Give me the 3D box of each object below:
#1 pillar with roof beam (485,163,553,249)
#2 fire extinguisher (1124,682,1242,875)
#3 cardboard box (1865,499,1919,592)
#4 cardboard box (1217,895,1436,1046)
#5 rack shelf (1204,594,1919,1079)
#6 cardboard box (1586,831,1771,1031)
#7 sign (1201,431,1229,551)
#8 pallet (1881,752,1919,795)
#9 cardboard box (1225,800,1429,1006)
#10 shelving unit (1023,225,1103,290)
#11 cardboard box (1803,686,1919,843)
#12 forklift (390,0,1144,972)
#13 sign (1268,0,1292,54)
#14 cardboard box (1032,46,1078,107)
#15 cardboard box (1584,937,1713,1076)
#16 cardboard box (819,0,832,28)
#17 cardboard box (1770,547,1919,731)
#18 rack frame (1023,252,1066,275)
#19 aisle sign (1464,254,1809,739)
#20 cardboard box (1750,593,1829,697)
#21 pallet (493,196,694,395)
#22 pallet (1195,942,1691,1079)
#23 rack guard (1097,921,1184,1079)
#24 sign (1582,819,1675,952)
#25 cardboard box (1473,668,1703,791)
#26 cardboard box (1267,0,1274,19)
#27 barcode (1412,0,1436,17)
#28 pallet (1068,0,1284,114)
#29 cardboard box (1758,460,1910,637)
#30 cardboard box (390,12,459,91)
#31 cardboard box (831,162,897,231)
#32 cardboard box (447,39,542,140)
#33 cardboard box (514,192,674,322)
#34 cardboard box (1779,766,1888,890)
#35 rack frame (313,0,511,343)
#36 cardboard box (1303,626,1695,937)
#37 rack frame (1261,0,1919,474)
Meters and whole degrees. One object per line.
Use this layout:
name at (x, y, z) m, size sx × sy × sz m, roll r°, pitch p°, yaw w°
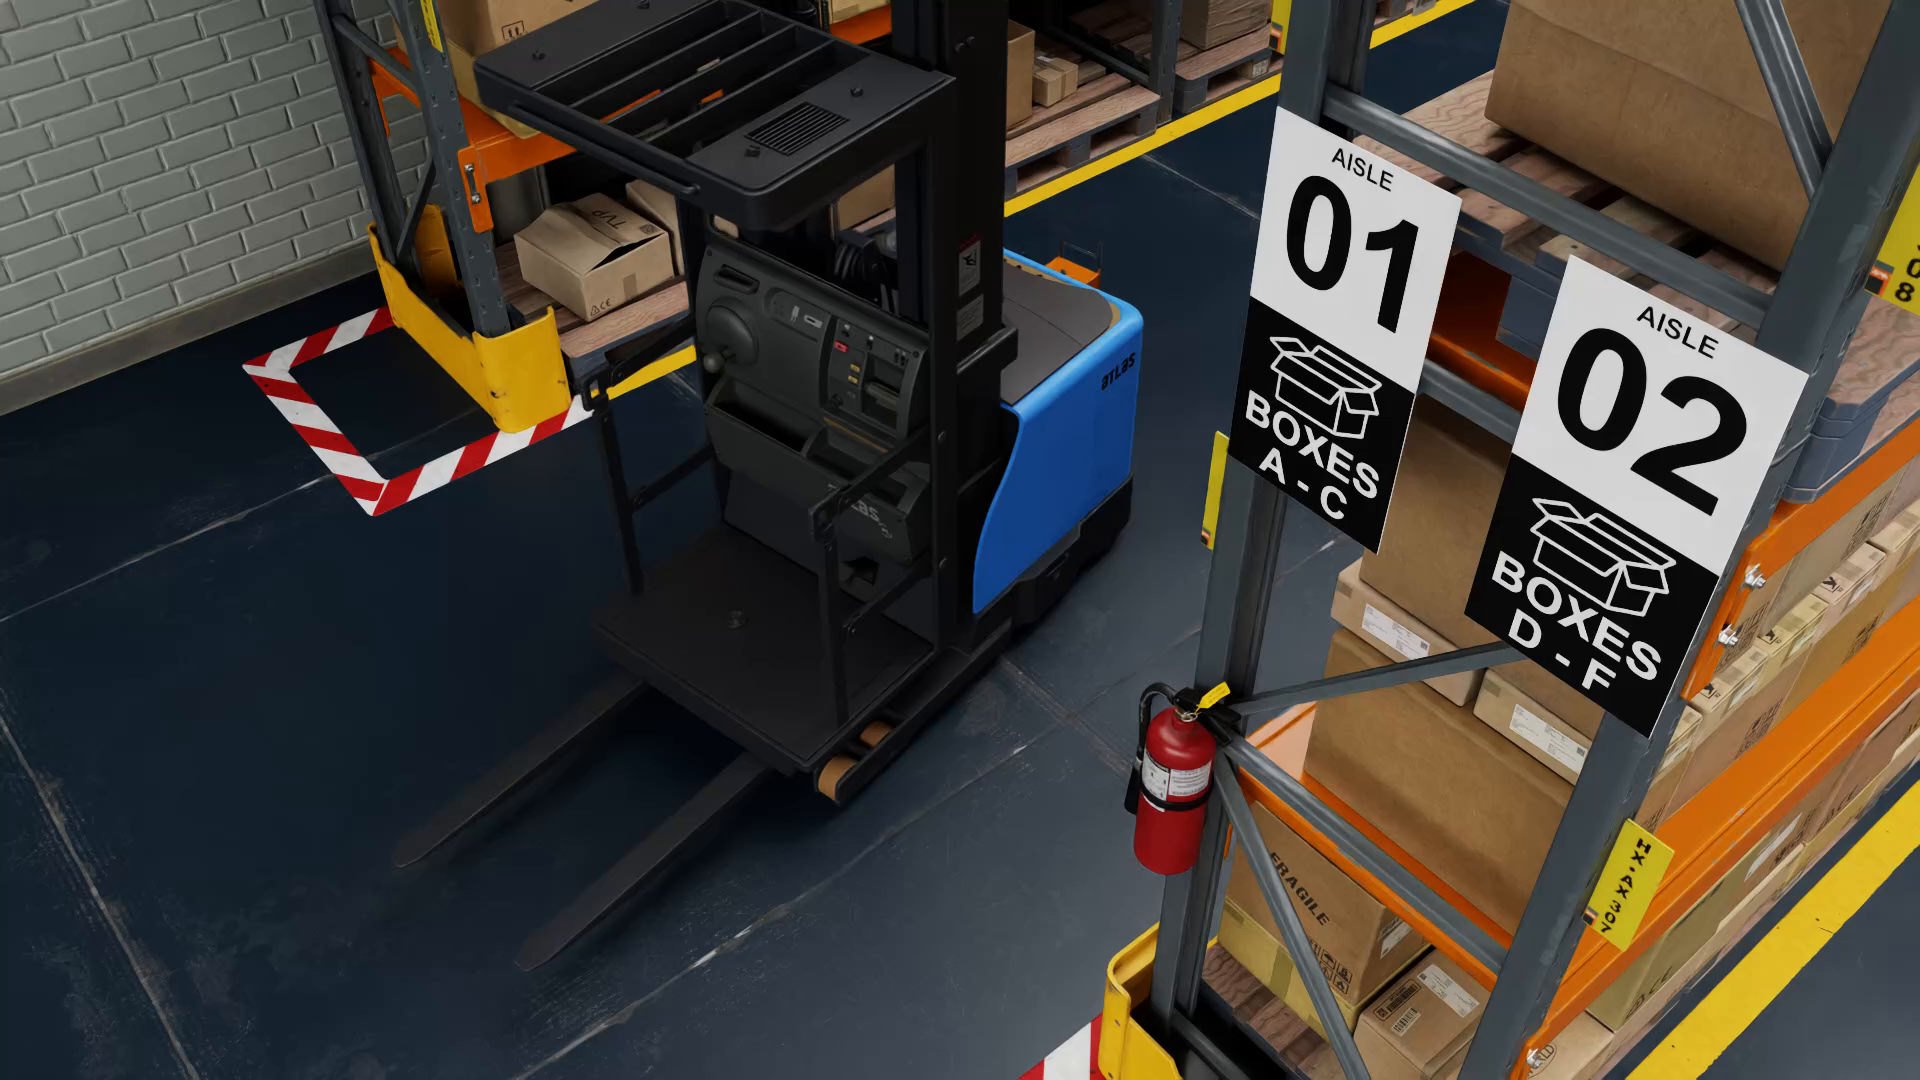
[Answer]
pillar with roof beam at (0.480, -2.577, 2.920) m, size 0.400 × 9.000 × 9.100 m, roll -30°, pitch 51°, yaw -28°
fire extinguisher at (0.528, 0.547, 4.033) m, size 0.183 × 0.674 × 0.296 m, roll -30°, pitch 51°, yaw -28°
cardboard box at (2.147, -0.076, 4.093) m, size 0.250 × 0.149 × 0.380 m, roll -32°, pitch 52°, yaw -29°
cardboard box at (1.139, 1.169, 5.016) m, size 0.500 × 0.250 × 0.500 m, roll -30°, pitch 51°, yaw -28°
rack shelf at (2.451, 0.095, 4.984) m, size 4.000 × 0.370 × 1.077 m, roll -30°, pitch 51°, yaw -28°
cardboard box at (1.853, 0.947, 4.704) m, size 0.500 × 0.500 × 0.500 m, roll -30°, pitch 51°, yaw -28°
sign at (0.579, -0.089, 3.634) m, size 0.005 × 0.325 × 0.100 m, roll -30°, pitch 51°, yaw -28°
pallet at (3.348, 0.298, 6.279) m, size 1.213 × 0.211 × 1.003 m, roll -30°, pitch 51°, yaw -28°
cardboard box at (1.137, 0.895, 4.760) m, size 0.500 × 0.500 × 0.500 m, roll -30°, pitch 51°, yaw -28°
shelving unit at (0.398, -0.746, 6.778) m, size 0.215 × 1.050 × 0.252 m, roll 29°, pitch 50°, yaw 27°
cardboard box at (2.623, 0.511, 5.169) m, size 0.500 × 0.500 × 0.500 m, roll -30°, pitch 51°, yaw -28°
forklift at (-0.624, -0.549, 5.194) m, size 1.130 × 2.935 × 3.031 m, roll 29°, pitch 50°, yaw 27°
sign at (0.579, -0.967, 2.809) m, size 0.005 × 0.325 × 0.100 m, roll -30°, pitch 51°, yaw -28°
cardboard box at (0.413, -2.523, 8.993) m, size 0.380 × 0.166 × 0.250 m, roll 32°, pitch 52°, yaw 30°
cardboard box at (1.852, 1.220, 4.962) m, size 0.500 × 0.250 × 0.500 m, roll -30°, pitch 51°, yaw -28°
cardboard box at (-0.902, -2.345, 7.151) m, size 0.500 × 0.250 × 0.500 m, roll -31°, pitch 51°, yaw -28°
cardboard box at (2.068, 0.028, 4.456) m, size 0.500 × 0.500 × 0.700 m, roll -29°, pitch 51°, yaw -28°
rack frame at (0.321, -0.681, 6.708) m, size 0.200 × 1.050 × 0.008 m, roll 29°, pitch 50°, yaw 27°
aisle sign at (1.063, -0.047, 2.710) m, size 0.004 × 0.787 × 0.394 m, roll -30°, pitch 51°, yaw -28°
cardboard box at (1.749, 0.152, 3.850) m, size 0.250 × 0.149 × 0.380 m, roll -30°, pitch 51°, yaw -28°
pallet at (-1.560, -1.244, 7.920) m, size 1.213 × 0.211 × 1.003 m, roll -30°, pitch 51°, yaw -28°
pallet at (1.477, 1.369, 5.138) m, size 1.213 × 0.211 × 1.003 m, roll -30°, pitch 51°, yaw -28°
rack guard at (0.899, 1.633, 4.647) m, size 0.348 × 0.500 × 1.175 m, roll -30°, pitch 51°, yaw -28°
sign at (1.268, 0.661, 3.165) m, size 0.005 × 0.325 × 0.100 m, roll -30°, pitch 51°, yaw -28°
cardboard box at (1.356, 0.379, 3.609) m, size 0.250 × 0.149 × 0.380 m, roll -30°, pitch 51°, yaw -28°
cardboard box at (1.722, -3.480, 9.769) m, size 0.500 × 0.500 × 0.700 m, roll -31°, pitch 51°, yaw -29°
barcode at (0.839, -0.980, 2.987) m, size 0.075 × 0.075 × 0.001 m, roll -30°, pitch 51°, yaw -28°
pallet at (1.400, -2.972, 9.760) m, size 1.213 × 0.211 × 1.003 m, roll -30°, pitch 51°, yaw -28°
cardboard box at (1.724, -0.254, 3.809) m, size 0.500 × 0.500 × 0.700 m, roll -31°, pitch 51°, yaw -29°
cardboard box at (-2.030, -2.148, 6.941) m, size 0.500 × 0.250 × 0.500 m, roll -29°, pitch 50°, yaw -27°
cardboard box at (-0.644, -1.941, 8.130) m, size 0.500 × 0.500 × 0.700 m, roll -33°, pitch 52°, yaw -30°
cardboard box at (-1.686, -1.889, 6.665) m, size 0.500 × 0.250 × 0.500 m, roll -31°, pitch 51°, yaw -29°
cardboard box at (-1.676, -1.326, 7.613) m, size 0.500 × 0.311 × 0.500 m, roll 33°, pitch 52°, yaw 30°
cardboard box at (2.623, 0.783, 5.427) m, size 0.500 × 0.250 × 0.500 m, roll -30°, pitch 51°, yaw -28°
rack frame at (-2.264, -1.889, 6.570) m, size 0.127 × 3.000 × 1.000 m, roll -30°, pitch 51°, yaw -28°
cardboard box at (1.283, 0.476, 3.979) m, size 0.500 × 0.500 × 0.700 m, roll -30°, pitch 51°, yaw -28°
rack frame at (0.917, -1.476, 1.748) m, size 0.127 × 3.000 × 1.000 m, roll -30°, pitch 51°, yaw -28°
